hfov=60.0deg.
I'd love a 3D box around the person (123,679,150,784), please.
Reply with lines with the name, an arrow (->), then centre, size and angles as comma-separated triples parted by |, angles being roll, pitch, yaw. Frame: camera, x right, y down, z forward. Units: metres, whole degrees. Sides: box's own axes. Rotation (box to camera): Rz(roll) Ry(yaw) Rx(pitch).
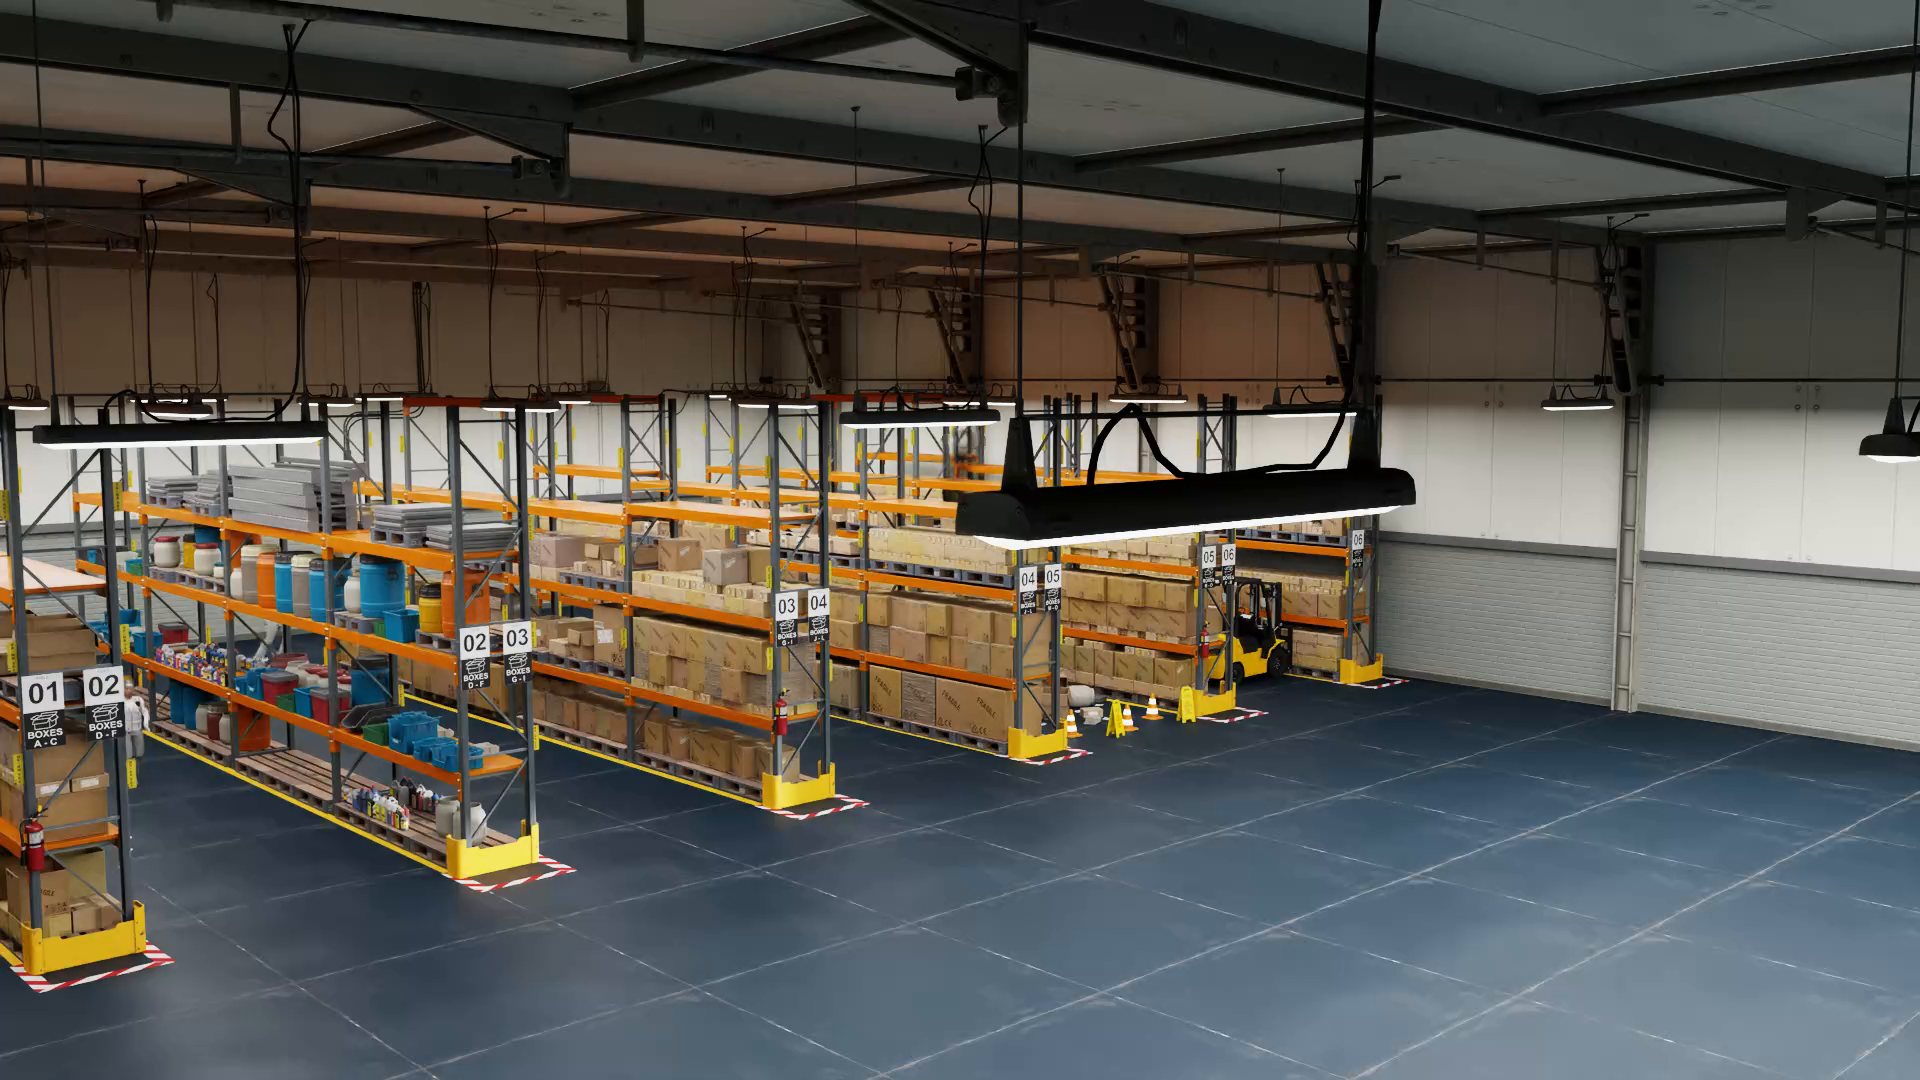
person -> -13.018, 2.999, 26.082 | 0.616, 1.659, 0.554 | -5, 7, -40

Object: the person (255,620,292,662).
person -> -15.290, 1.919, 37.087 | 0.848, 1.689, 0.571 | -2, 6, -19
